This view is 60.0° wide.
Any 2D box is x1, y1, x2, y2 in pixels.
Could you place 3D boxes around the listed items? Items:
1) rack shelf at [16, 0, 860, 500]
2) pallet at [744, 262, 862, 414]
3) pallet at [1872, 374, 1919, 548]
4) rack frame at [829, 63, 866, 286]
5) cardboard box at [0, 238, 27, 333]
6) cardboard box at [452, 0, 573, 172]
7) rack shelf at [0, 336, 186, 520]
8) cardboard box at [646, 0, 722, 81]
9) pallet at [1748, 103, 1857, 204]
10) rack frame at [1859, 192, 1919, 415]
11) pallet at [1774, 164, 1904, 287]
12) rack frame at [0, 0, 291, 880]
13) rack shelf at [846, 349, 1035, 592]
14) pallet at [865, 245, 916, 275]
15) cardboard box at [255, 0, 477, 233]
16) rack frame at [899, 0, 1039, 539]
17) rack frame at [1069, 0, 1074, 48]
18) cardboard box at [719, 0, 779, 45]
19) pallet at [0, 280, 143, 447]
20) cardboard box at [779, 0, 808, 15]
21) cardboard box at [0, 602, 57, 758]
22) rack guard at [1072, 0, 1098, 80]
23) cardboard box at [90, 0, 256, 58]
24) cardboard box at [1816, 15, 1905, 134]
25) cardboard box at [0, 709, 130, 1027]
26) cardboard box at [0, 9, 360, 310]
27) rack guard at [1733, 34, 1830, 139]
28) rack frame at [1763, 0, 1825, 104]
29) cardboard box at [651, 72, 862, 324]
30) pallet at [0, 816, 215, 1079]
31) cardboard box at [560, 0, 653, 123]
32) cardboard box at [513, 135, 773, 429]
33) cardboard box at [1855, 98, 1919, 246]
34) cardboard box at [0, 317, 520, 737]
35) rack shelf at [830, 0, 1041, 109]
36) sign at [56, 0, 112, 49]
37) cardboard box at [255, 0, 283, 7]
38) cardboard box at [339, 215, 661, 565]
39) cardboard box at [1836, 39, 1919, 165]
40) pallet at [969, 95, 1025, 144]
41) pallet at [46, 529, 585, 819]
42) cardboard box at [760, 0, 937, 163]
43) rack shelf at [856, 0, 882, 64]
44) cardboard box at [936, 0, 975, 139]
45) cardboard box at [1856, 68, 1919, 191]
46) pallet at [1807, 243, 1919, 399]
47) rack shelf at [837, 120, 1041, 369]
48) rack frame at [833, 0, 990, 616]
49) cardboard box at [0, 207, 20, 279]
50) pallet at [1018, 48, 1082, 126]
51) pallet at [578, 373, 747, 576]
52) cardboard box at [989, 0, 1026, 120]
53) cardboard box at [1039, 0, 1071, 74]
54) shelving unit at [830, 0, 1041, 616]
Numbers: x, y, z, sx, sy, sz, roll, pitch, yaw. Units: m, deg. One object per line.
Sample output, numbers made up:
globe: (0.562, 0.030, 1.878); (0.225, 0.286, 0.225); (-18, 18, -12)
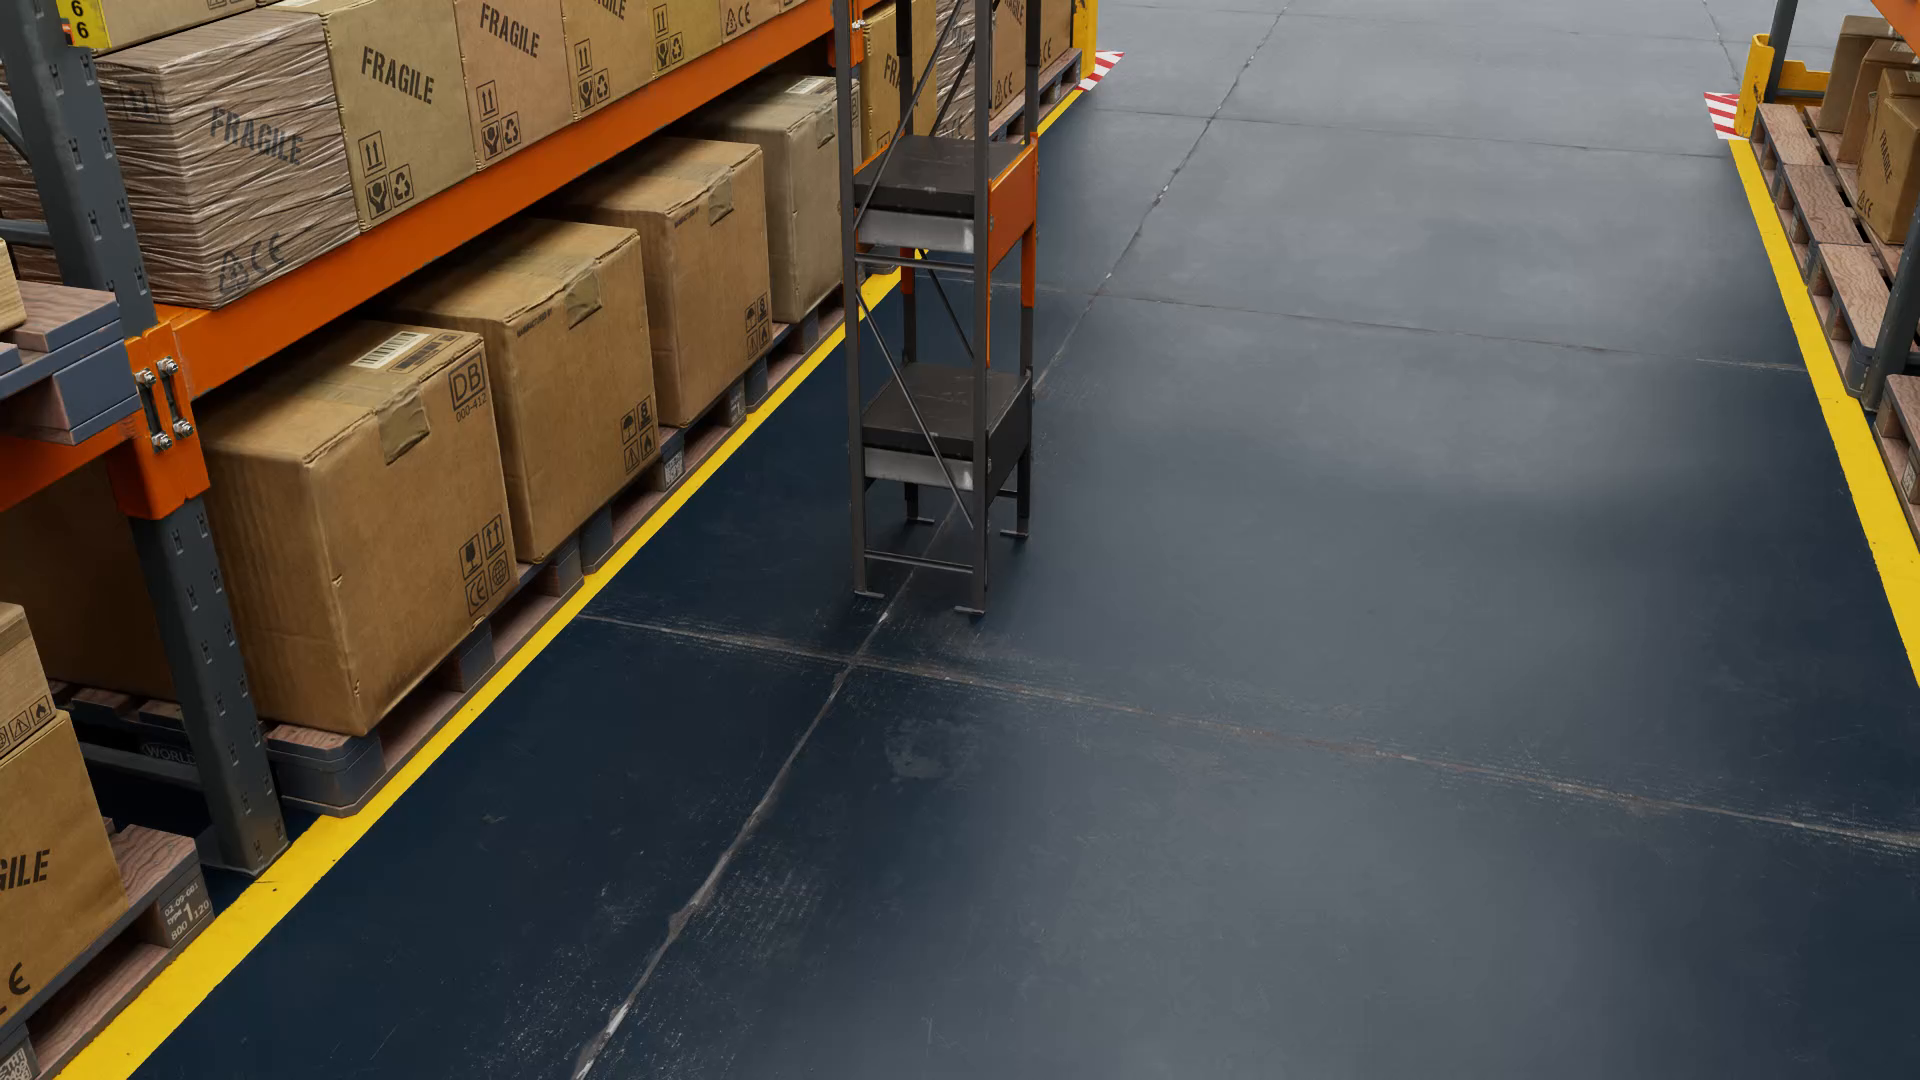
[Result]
rack shelf: (-1.495, -1.241, 5.136); (1.077, 0.370, 4.000); (8, 30, 15)
pallet: (-1.062, -0.897, 6.646); (1.003, 0.211, 1.213); (8, 30, 15)
pallet: (3.577, -0.150, 5.302); (1.003, 0.211, 1.213); (8, 30, 15)
rack frame: (-0.908, -2.485, 6.632); (1.000, 3.000, 0.127); (8, 30, 15)
cardboard box: (-1.787, -0.405, 2.719); (0.380, 0.149, 0.250); (9, 30, 16)
cardboard box: (-1.397, -1.311, 4.418); (0.500, 0.500, 0.500); (8, 30, 15)
rack shelf: (-2.669, 0.618, 1.794); (1.077, 0.370, 4.000); (8, 30, 15)
cardboard box: (-1.102, -1.778, 5.258); (0.500, 0.500, 0.500); (9, 30, 15)
pallet: (4.684, -1.963, 8.561); (1.003, 0.211, 1.213); (8, 30, 15)
rack frame: (3.804, -1.730, 5.275); (1.000, 3.000, 0.127); (8, 30, 15)
pallet: (4.324, -1.398, 7.545); (1.003, 0.211, 1.213); (8, 30, 15)
rack frame: (-2.082, -0.626, 3.290); (1.000, 3.000, 0.127); (8, 30, 15)
rack shelf: (-0.049, -0.217, 4.948); (0.431, 0.518, 0.480); (8, 30, 15)
pallet: (-0.610, -1.609, 7.925); (1.003, 0.211, 1.213); (8, 30, 15)
cardboard box: (-1.546, -1.077, 3.997); (0.500, 0.500, 0.500); (8, 30, 14)
rack frame: (0.023, -0.954, 4.805); (0.400, 2.100, 0.015); (8, 30, 15)
rack frame: (0.266, -4.344, 9.973); (1.000, 3.000, 0.127); (8, 30, 15)
cardboard box: (-0.954, -2.013, 5.681); (0.500, 0.500, 0.500); (8, 30, 14)
pallet: (-2.189, -0.196, 2.714); (1.213, 0.211, 1.003); (8, 30, 15)
cardboard box: (-0.805, -2.248, 6.103); (0.500, 0.500, 0.500); (8, 30, 15)
cardboard box: (-2.032, 0.310, 2.975); (0.500, 0.250, 0.500); (8, 30, 14)
rack guard: (0.273, -3.263, 10.601); (1.175, 0.500, 0.348); (8, 30, 15)
cardboard box: (-1.941, -1.314, 3.395); (0.700, 0.500, 0.500); (8, 30, 15)
cardboard box: (4.779, -2.393, 8.605); (0.500, 0.500, 0.500); (14, 32, 24)
cardboard box: (-2.025, 0.626, 3.179); (0.500, 0.500, 0.500); (8, 30, 15)
cardboard box: (-1.692, -0.840, 3.571); (0.500, 0.500, 0.500); (9, 30, 15)
rack guard: (4.956, -2.462, 9.161); (1.175, 0.500, 0.348); (8, 30, 15)
rack frame: (4.978, -3.589, 8.616); (1.000, 3.000, 0.127); (8, 30, 15)
cardboard box: (-1.004, -1.384, 6.535); (1.050, 0.750, 0.750); (8, 30, 15)
pallet: (-2.313, 0.955, 3.315); (1.003, 0.211, 1.213); (8, 30, 15)
cardboard box: (-1.249, -1.542, 4.834); (0.500, 0.500, 0.500); (8, 30, 14)
cardboard box: (-1.291, -0.936, 5.730); (1.050, 0.750, 0.750); (8, 30, 15)
cardboard box: (4.228, -1.569, 7.124); (0.500, 0.500, 0.500); (6, 30, 10)
cardboard box: (-1.817, -0.097, 4.220); (1.050, 0.750, 0.750); (8, 30, 14)
rack shelf: (-0.049, -1.440, 4.268); (0.431, 0.518, 0.480); (8, 30, 15)
sign: (-1.560, -1.024, 2.896); (0.100, 0.325, 0.005); (8, 30, 15)
cardboard box: (-1.793, -1.549, 3.818); (0.700, 0.500, 0.500); (8, 30, 14)
cardboard box: (-1.564, -0.503, 4.952); (1.050, 0.750, 0.750); (9, 30, 16)
cardboard box: (4.636, -2.110, 8.096); (0.500, 0.500, 0.500); (17, 33, 28)
pallet: (-0.254, -2.177, 8.947); (1.003, 0.211, 1.213); (8, 30, 15)
pallet: (-1.778, 0.237, 4.607); (1.003, 0.211, 1.213); (8, 30, 15)
cardboard box: (-0.656, -2.022, 7.553); (0.875, 0.875, 0.875); (9, 30, 16)
rack shelf: (-0.321, -3.100, 8.477); (1.077, 0.370, 4.000); (8, 30, 15)
cardboard box: (-0.395, -2.442, 8.307); (0.875, 0.875, 0.875); (9, 30, 15)
cardboard box: (4.434, -1.822, 7.578); (0.500, 0.500, 0.500); (11, 31, 20)
pallet: (3.967, -0.829, 6.523); (1.003, 0.211, 1.213); (8, 30, 15)
rack shelf: (-0.049, -0.829, 4.608); (0.431, 0.518, 0.480); (8, 30, 15)
rack frame: (-0.120, -0.727, 4.397); (0.400, 2.100, 0.015); (8, 30, 15)
cardboard box: (-2.206, -0.917, 3.711); (0.500, 0.500, 0.500); (8, 30, 15)
pallet: (0.106, -2.743, 9.963); (1.003, 0.211, 1.213); (8, 30, 15)
pallet: (-1.419, -0.328, 5.623); (1.003, 0.211, 1.213); (8, 30, 15)
cardboard box: (-0.126, -2.865, 9.069); (0.875, 0.875, 0.875); (8, 30, 14)
cardboard box: (0.130, -3.274, 9.804); (0.875, 0.875, 0.875); (9, 30, 15)
shelving unit: (-0.049, -0.841, 4.601); (0.431, 2.100, 0.503); (8, 30, 15)
